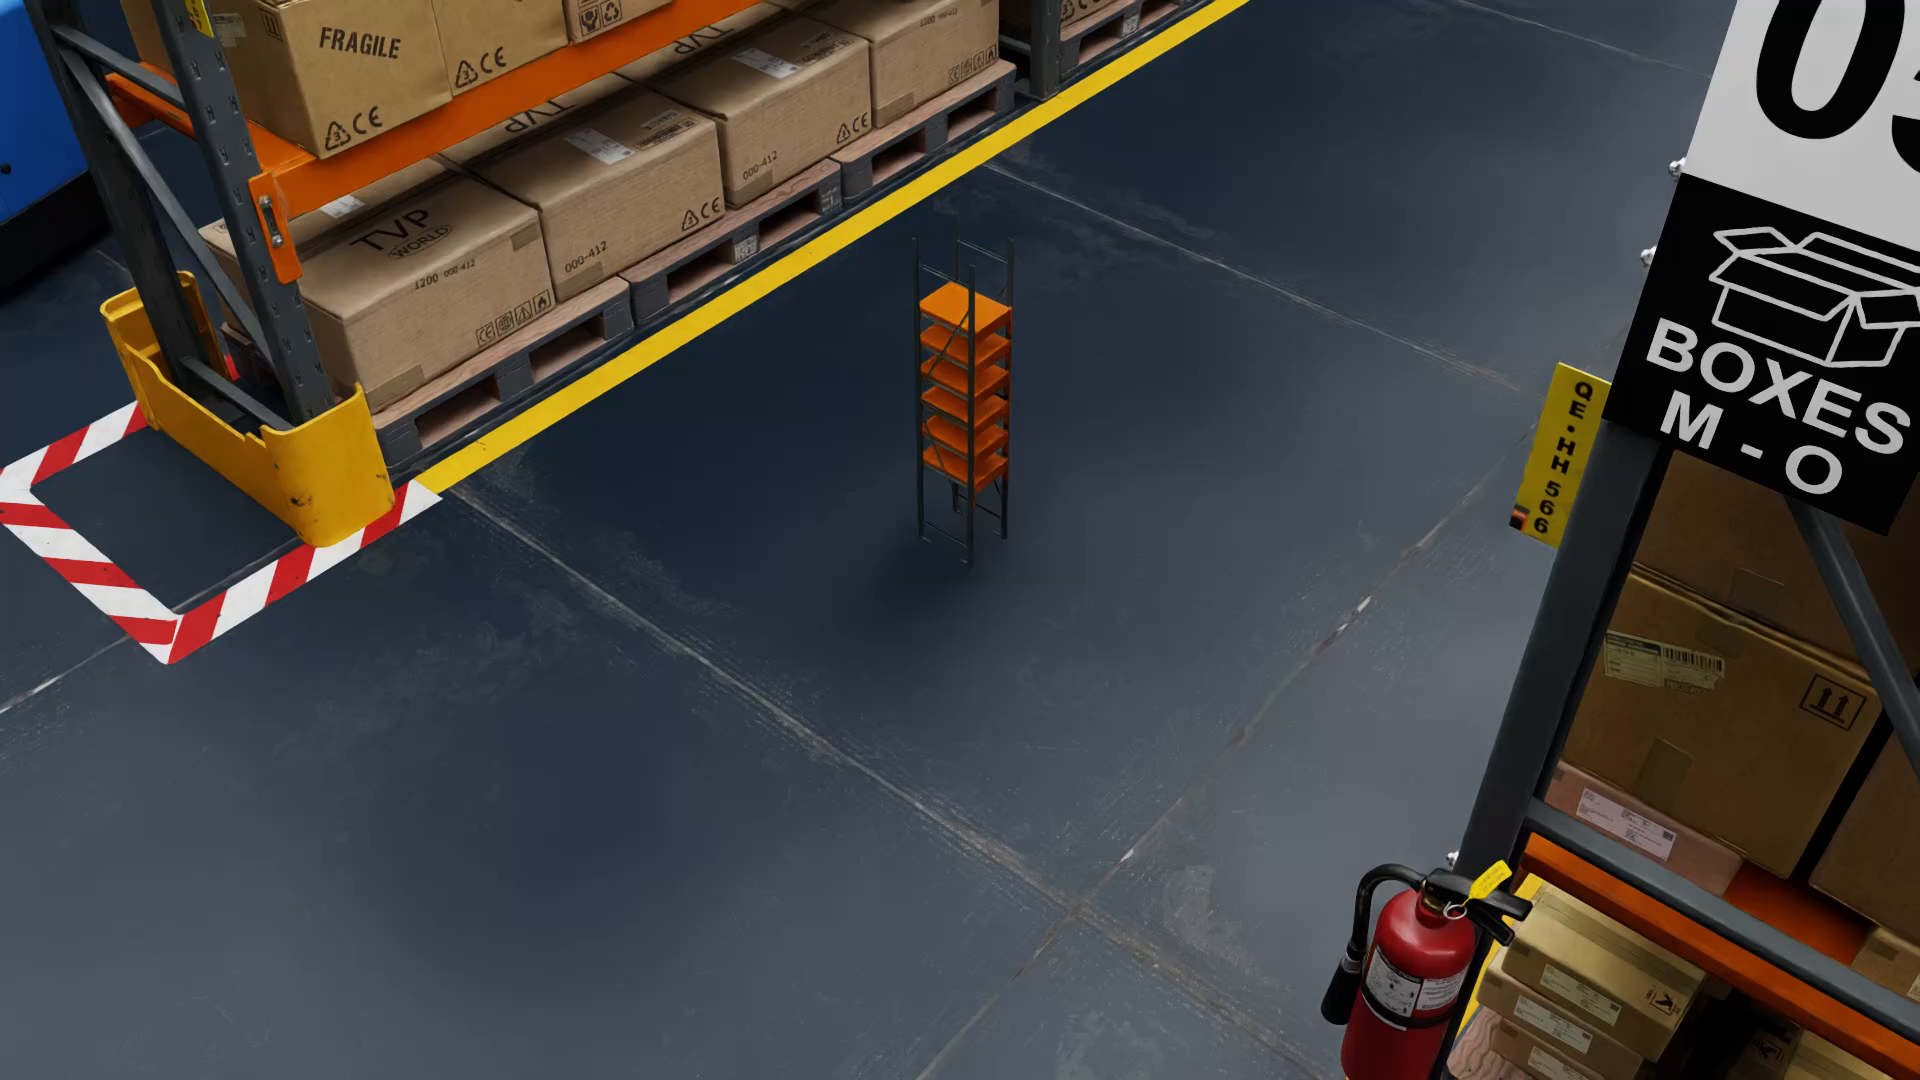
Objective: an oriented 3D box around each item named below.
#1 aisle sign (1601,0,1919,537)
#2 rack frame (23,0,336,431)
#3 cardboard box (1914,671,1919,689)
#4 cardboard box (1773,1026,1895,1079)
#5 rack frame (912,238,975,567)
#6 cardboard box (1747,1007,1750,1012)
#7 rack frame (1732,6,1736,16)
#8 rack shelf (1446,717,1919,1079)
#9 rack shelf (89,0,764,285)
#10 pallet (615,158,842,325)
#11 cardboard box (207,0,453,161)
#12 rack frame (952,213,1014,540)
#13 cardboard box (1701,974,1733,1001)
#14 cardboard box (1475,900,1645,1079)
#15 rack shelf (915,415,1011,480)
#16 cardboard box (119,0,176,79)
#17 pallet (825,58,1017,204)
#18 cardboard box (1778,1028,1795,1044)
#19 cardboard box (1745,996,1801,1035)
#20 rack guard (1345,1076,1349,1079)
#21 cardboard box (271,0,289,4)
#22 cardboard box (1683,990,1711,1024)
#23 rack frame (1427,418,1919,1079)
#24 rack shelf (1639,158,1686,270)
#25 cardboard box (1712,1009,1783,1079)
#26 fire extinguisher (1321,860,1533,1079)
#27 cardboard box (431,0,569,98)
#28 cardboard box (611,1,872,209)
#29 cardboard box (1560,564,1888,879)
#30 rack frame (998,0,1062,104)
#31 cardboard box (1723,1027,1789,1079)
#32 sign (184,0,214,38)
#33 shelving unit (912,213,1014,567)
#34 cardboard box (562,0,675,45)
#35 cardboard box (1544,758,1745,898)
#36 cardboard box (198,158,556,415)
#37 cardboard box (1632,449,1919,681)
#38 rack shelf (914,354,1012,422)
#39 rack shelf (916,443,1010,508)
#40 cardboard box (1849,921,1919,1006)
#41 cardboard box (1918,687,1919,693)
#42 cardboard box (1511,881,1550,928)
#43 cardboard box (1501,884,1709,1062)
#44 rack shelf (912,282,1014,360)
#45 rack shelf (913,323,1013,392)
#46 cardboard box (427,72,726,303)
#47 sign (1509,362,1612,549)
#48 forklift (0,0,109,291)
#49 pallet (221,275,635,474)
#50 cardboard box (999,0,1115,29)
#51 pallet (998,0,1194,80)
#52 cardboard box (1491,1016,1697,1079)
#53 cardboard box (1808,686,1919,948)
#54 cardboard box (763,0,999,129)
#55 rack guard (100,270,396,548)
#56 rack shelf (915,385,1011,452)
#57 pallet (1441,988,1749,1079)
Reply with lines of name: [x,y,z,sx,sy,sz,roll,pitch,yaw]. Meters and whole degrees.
aisle sign: [1.063,-0.381,2.007,0.394,0.787,0.004,29,50,28]
rack frame: [-2.514,-1.418,5.080,1.000,3.000,0.127,29,50,28]
cardboard box: [2.165,0.128,3.084,0.500,0.500,0.500,30,50,29]
cardboard box: [1.937,1.230,3.532,0.380,0.149,0.250,27,49,27]
rack frame: [-0.050,-0.404,5.303,0.240,1.200,0.006,29,50,28]
cardboard box: [2.182,1.140,4.073,0.380,0.149,0.250,30,50,29]
rack frame: [1.339,-1.546,0.762,1.000,3.000,0.127,29,50,28]
rack shelf: [2.627,-0.090,4.154,1.077,0.370,4.000,29,50,28]
rack shelf: [-1.227,-2.182,6.454,1.077,0.370,4.000,29,50,28]
pallet: [-1.274,-1.457,7.196,1.003,0.211,1.213,29,50,28]
cardboard box: [-1.986,-1.578,5.181,0.500,0.500,0.500,29,50,28]
rack frame: [0.068,-0.498,5.406,0.240,1.200,0.006,29,50,28]
cardboard box: [1.692,0.866,3.933,0.380,0.149,0.250,30,50,29]
cardboard box: [1.461,1.067,3.932,0.380,0.149,0.250,28,49,27]
rack shelf: [0.009,-0.330,5.465,0.258,0.103,0.180,29,50,28]
cardboard box: [-2.407,-1.818,5.445,0.500,0.500,0.500,30,50,29]
pallet: [-0.489,-2.088,7.890,1.003,0.211,1.213,29,50,28]
cardboard box: [2.092,1.187,3.800,0.380,0.149,0.250,29,50,28]
cardboard box: [2.022,1.036,3.746,0.380,0.149,0.250,30,50,29]
rack guard: [1.388,1.559,3.664,1.175,0.500,0.348,29,50,28]
cardboard box: [-1.987,-1.949,4.846,0.500,0.500,0.500,28,49,28]
cardboard box: [1.670,0.956,4.055,0.380,0.149,0.250,28,49,28]
rack frame: [1.339,0.673,2.780,1.000,3.000,0.127,29,50,28]
rack shelf: [2.627,-1.200,3.145,1.077,0.370,4.000,29,50,28]
cardboard box: [2.027,1.271,3.929,0.380,0.149,0.250,29,50,28]
fire extinguisher: [0.824,0.770,3.008,0.296,0.674,0.183,29,50,28]
cardboard box: [-1.681,-1.850,5.481,0.500,0.500,0.500,29,50,28]
cardboard box: [-1.002,-1.947,7.254,0.875,0.438,0.875,28,49,27]
cardboard box: [1.432,0.183,3.023,0.500,0.500,0.500,31,50,29]
rack frame: [0.060,-3.477,7.345,1.000,3.000,0.127,29,50,28]
cardboard box: [1.873,1.304,3.672,0.380,0.149,0.250,32,51,30]
sign: [-2.093,-1.524,4.494,0.100,0.325,0.005,29,50,28]
shelving unit: [0.009,-0.451,5.355,0.258,1.200,0.189,29,50,28]
cardboard box: [-1.340,-2.104,5.760,0.500,0.500,0.500,29,50,28]
cardboard box: [1.333,0.476,3.184,0.380,0.149,0.250,30,50,28]
cardboard box: [-2.166,-1.008,6.222,0.875,0.438,0.875,28,49,27]
cardboard box: [1.443,-0.187,2.687,0.500,0.500,0.500,28,49,28]
rack shelf: [0.009,-0.507,5.304,0.258,0.103,0.180,29,50,28]
rack shelf: [0.009,-0.241,5.546,0.258,0.103,0.180,29,50,28]
cardboard box: [1.799,0.741,2.892,0.380,0.149,0.250,29,50,28]
cardboard box: [1.831,0.040,2.438,0.500,0.500,0.500,29,50,28]
cardboard box: [1.606,1.035,4.189,0.380,0.149,0.250,31,51,30]
cardboard box: [1.486,0.970,3.818,0.380,0.149,0.250,30,50,29]
rack shelf: [0.009,-0.685,5.142,0.258,0.103,0.180,29,50,28]
rack shelf: [0.009,-0.596,5.223,0.258,0.103,0.180,29,50,28]
cardboard box: [-1.584,-1.483,6.744,0.875,0.438,0.875,31,51,29]
sign: [0.927,-0.123,2.560,0.100,0.325,0.005,29,50,28]
forklift: [-5.221,-2.554,6.380,3.031,2.935,1.130,16,45,17]
pallet: [-2.060,-0.832,6.508,1.003,0.211,1.213,29,50,28]
cardboard box: [0.398,-3.201,8.308,0.875,0.875,0.875,31,51,30]
pallet: [0.499,-2.876,8.756,1.003,0.211,1.213,29,50,28]
cardboard box: [1.519,1.211,3.995,0.380,0.149,0.250,30,50,29]
cardboard box: [1.840,0.415,2.769,0.500,0.500,0.500,32,51,30]
cardboard box: [-0.426,-2.408,7.761,0.875,0.438,0.875,29,50,28]
rack guard: [-2.530,-0.481,5.907,1.175,0.500,0.348,29,50,28]
rack shelf: [0.009,-0.419,5.384,0.258,0.103,0.180,29,50,28]
pallet: [1.938,1.263,4.204,1.003,0.211,1.213,29,50,28]
